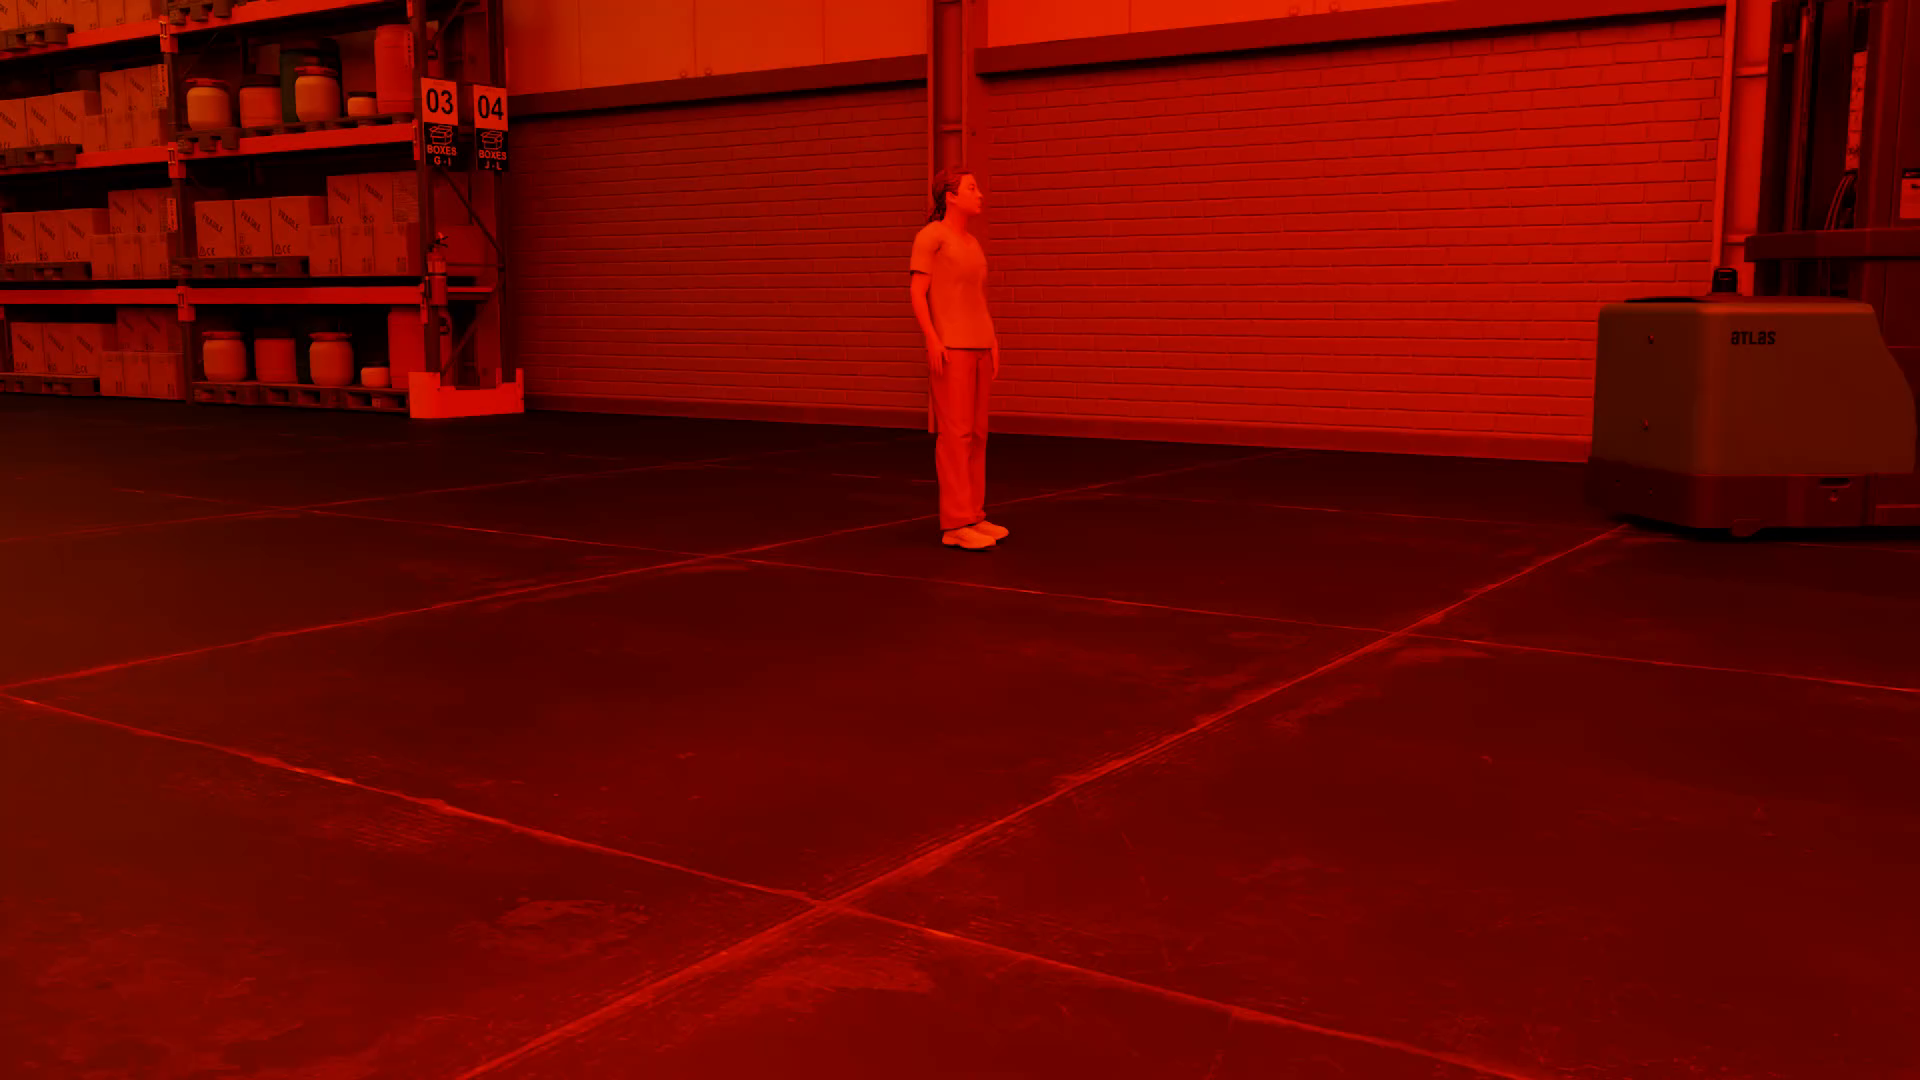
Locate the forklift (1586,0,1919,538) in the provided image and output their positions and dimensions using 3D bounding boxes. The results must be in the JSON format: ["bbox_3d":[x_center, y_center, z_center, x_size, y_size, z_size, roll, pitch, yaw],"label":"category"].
[{"bbox_3d":[4.715,-1.530,7.954,3.031,2.935,1.130,-1,8,-8],"label":"forklift"}]

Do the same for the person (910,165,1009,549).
[{"bbox_3d":[0.055,-0.829,7.435,0.548,1.672,0.554,5,10,34],"label":"person"}]
